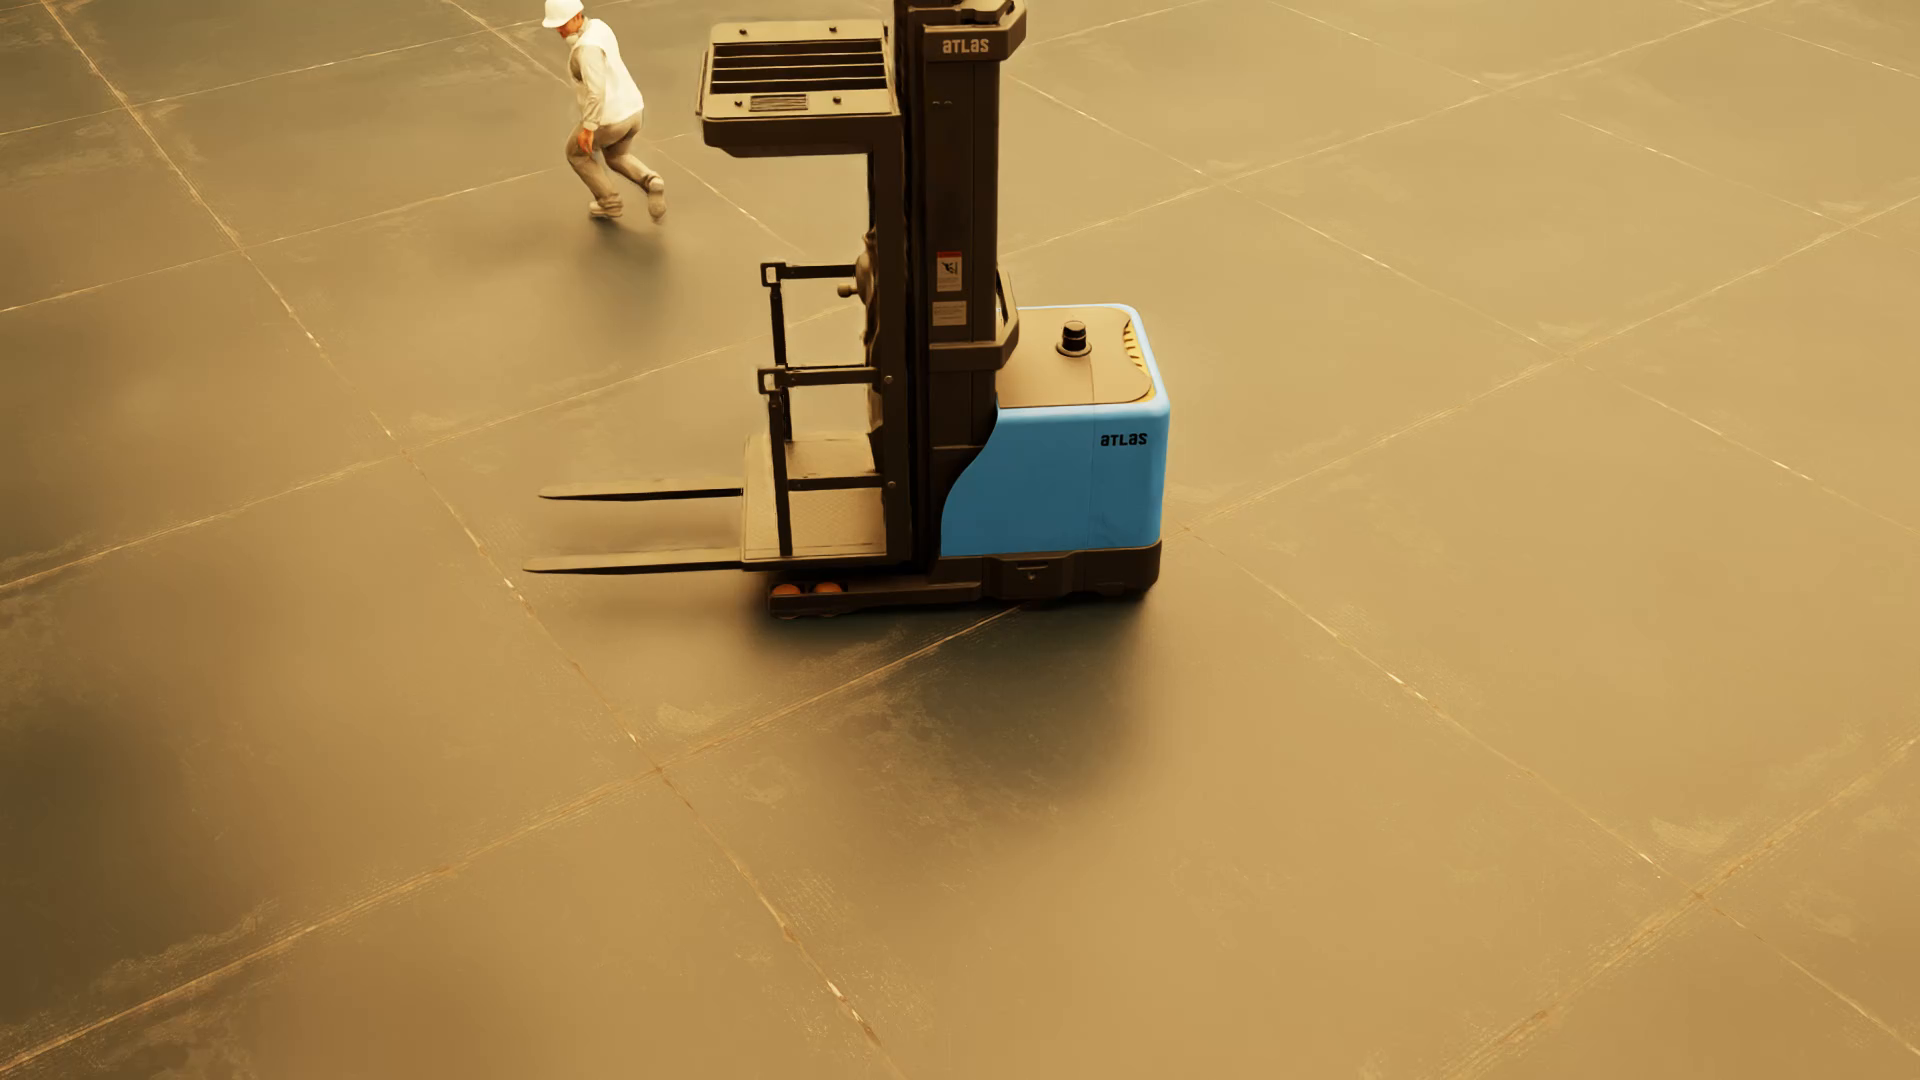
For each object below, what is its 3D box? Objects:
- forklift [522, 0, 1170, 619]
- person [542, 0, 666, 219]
[{"bbox_3d":[-0.584,-1.131,7.474,3.031,2.935,1.130,-3,37,-4],"label":"forklift"},{"bbox_3d":[-2.323,-2.823,10.870,0.703,1.544,0.688,13,38,17],"label":"person"}]
